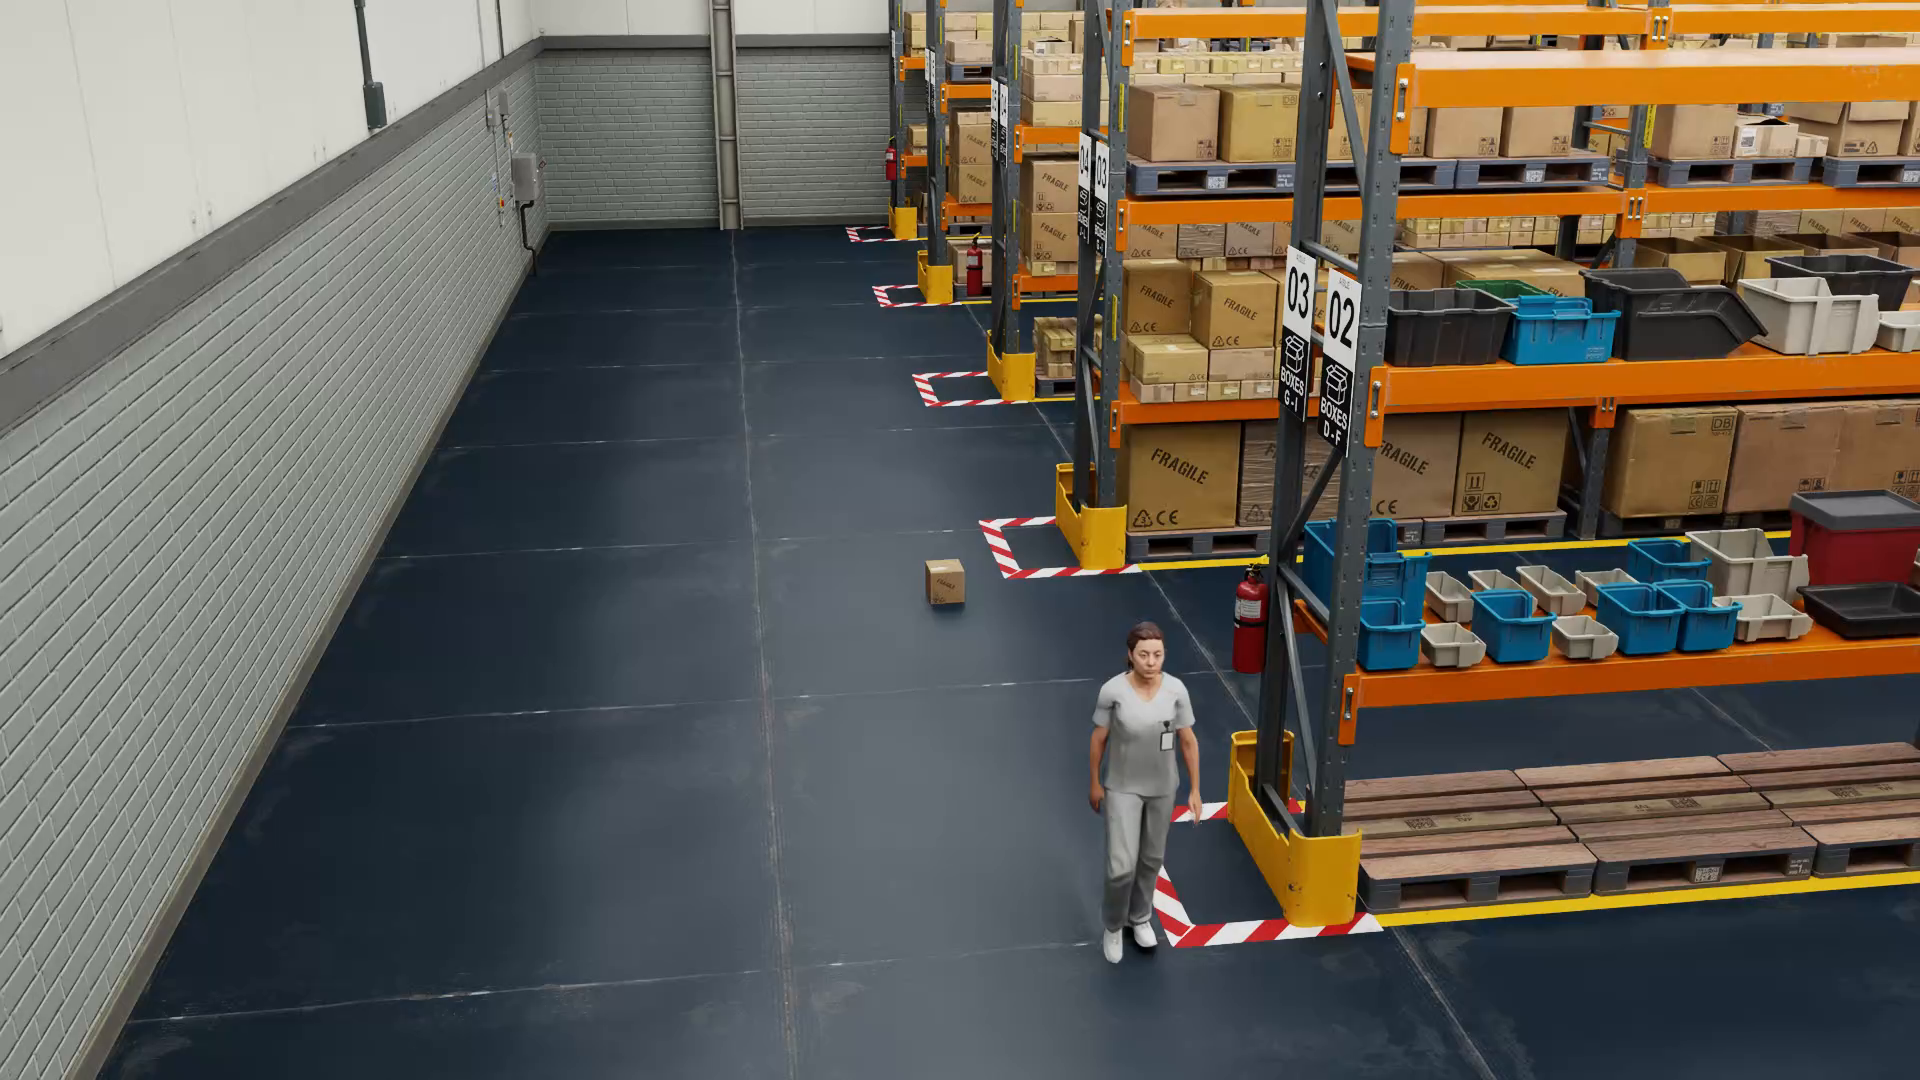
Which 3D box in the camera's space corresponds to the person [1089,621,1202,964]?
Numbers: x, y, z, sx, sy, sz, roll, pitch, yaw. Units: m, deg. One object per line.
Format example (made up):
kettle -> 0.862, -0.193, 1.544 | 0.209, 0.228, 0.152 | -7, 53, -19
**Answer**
person -> 0.868, 1.195, 7.795 | 0.494, 1.693, 0.478 | -3, 20, -9
